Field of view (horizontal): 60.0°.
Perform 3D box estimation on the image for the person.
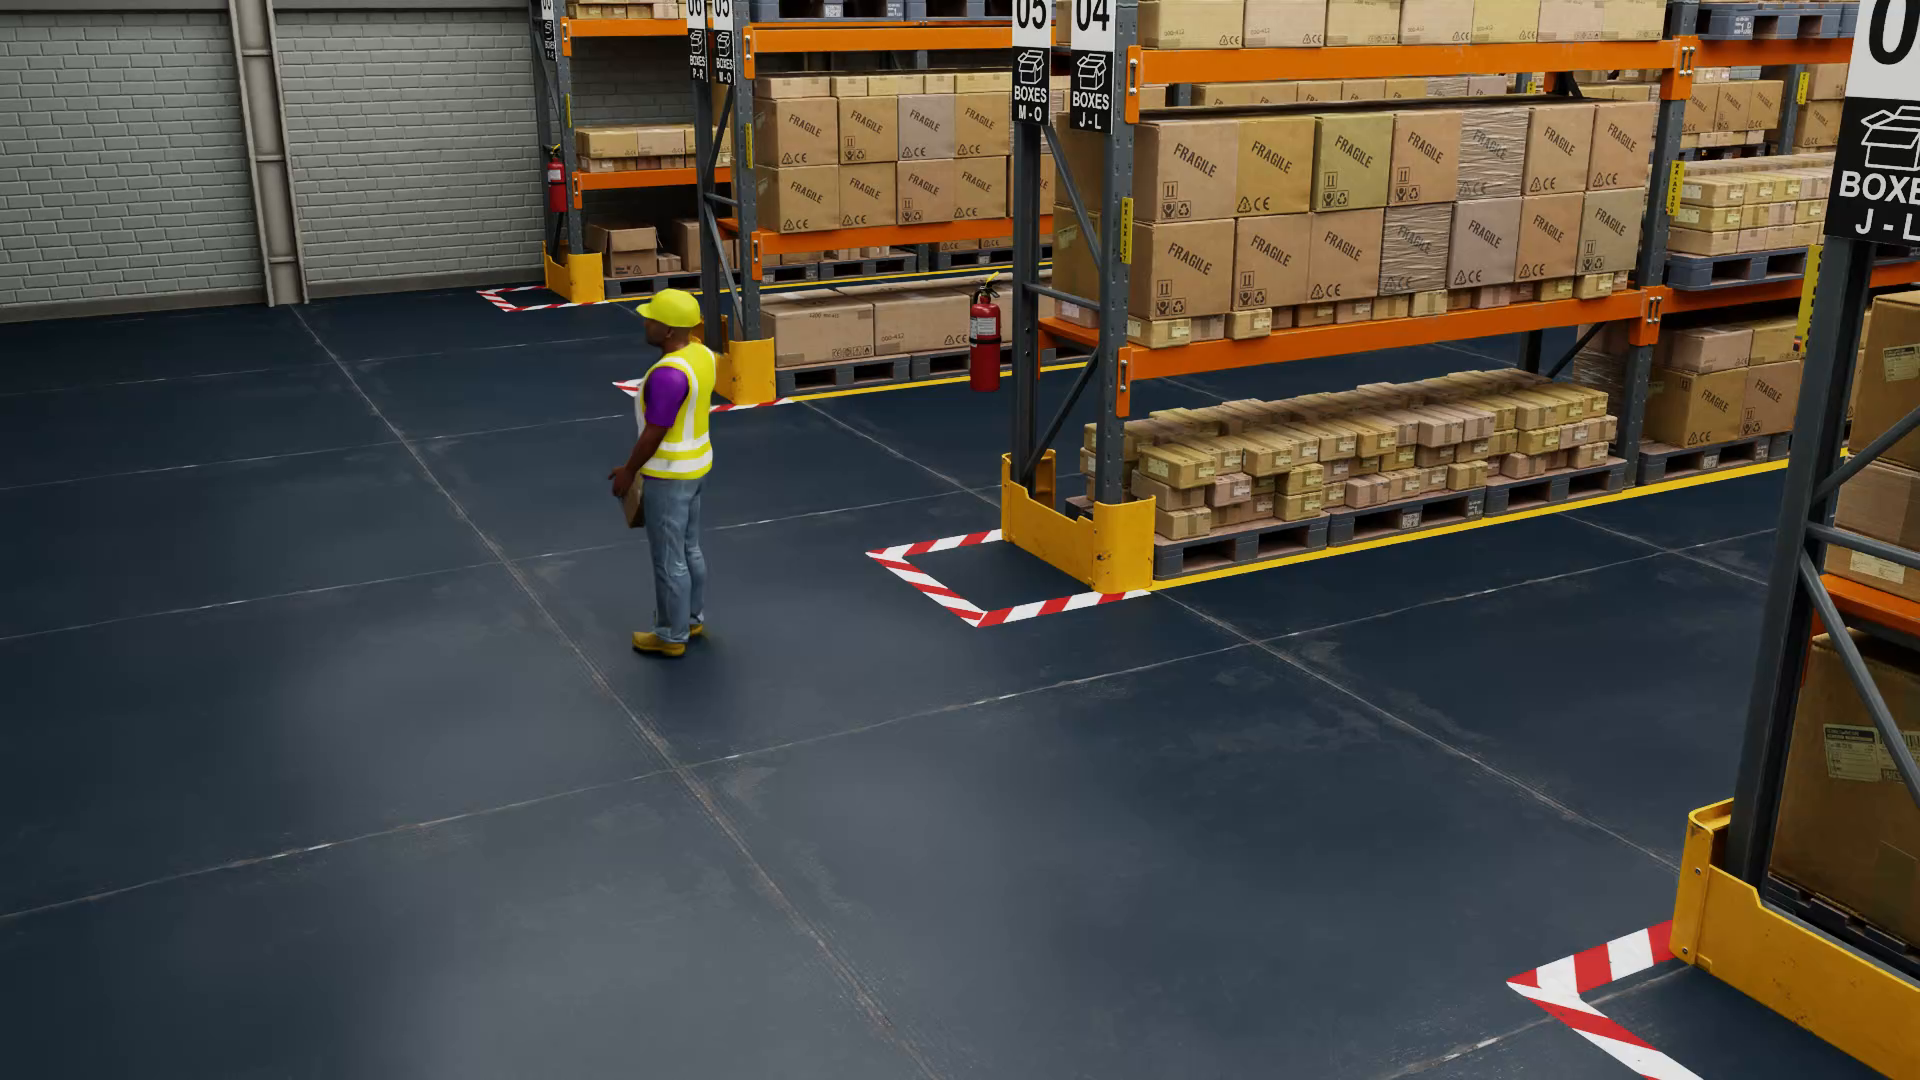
[{"bbox_3d":[-1.410,-0.330,7.962,0.476,1.777,0.598,2,18,7],"label":"person"}]
